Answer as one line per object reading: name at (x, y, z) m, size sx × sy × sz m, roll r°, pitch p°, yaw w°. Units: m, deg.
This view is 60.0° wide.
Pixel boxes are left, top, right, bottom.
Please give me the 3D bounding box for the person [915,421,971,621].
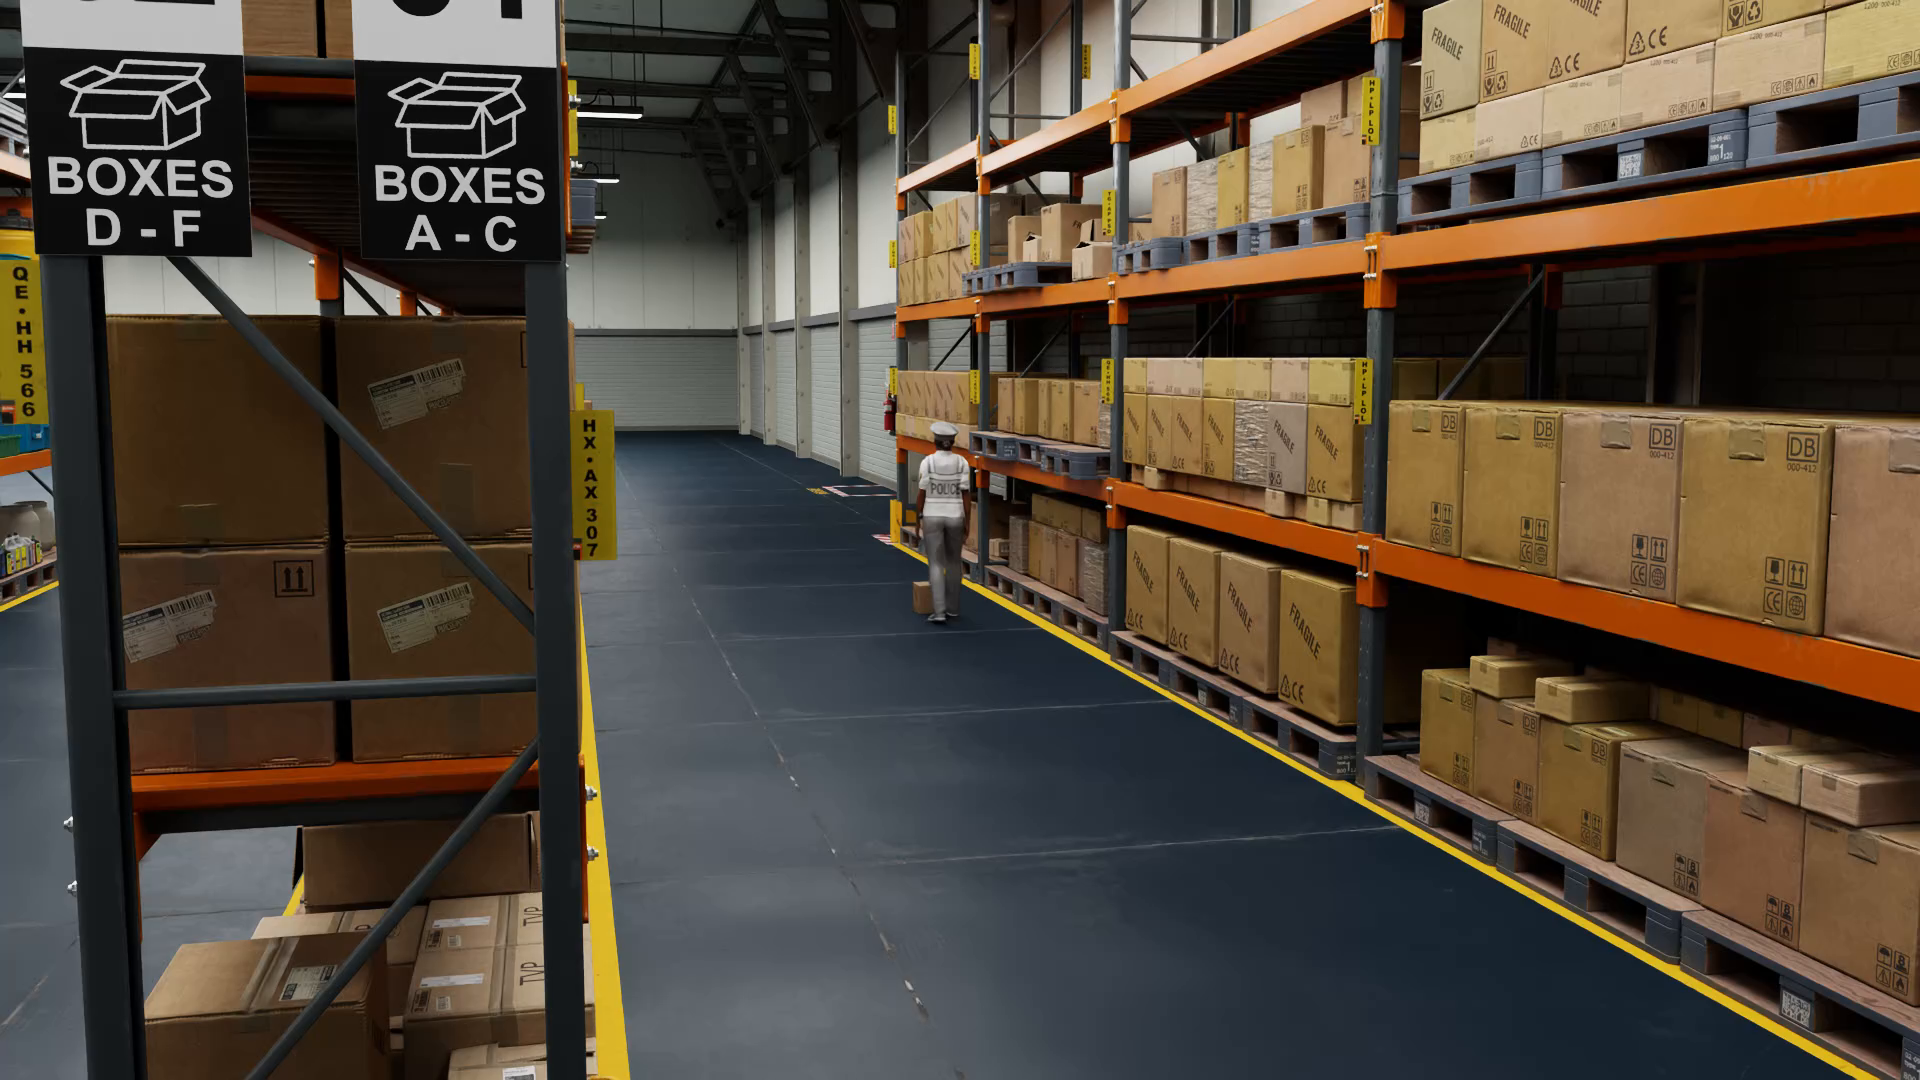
person at (-0.166, -0.163, 14.082) m, size 0.455 × 1.688 × 0.616 m, roll -2°, pitch 6°, yaw -14°
